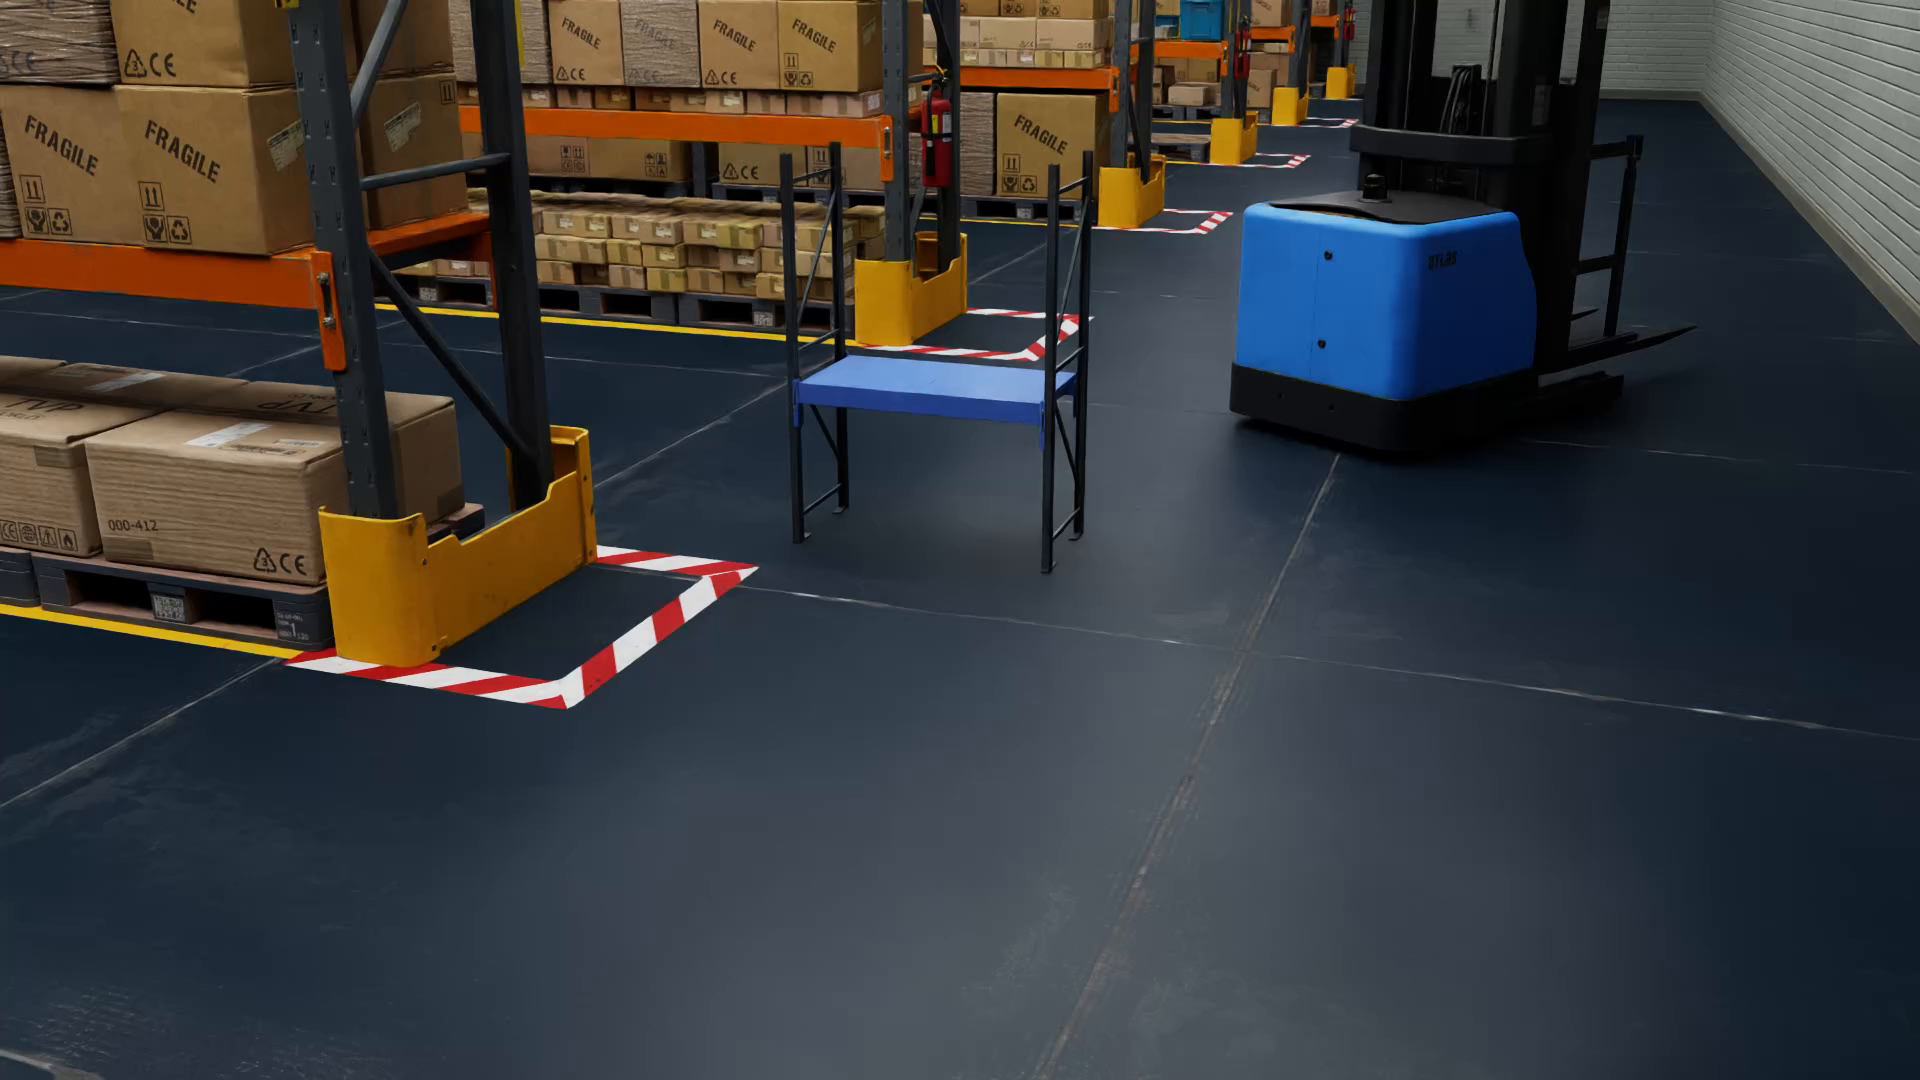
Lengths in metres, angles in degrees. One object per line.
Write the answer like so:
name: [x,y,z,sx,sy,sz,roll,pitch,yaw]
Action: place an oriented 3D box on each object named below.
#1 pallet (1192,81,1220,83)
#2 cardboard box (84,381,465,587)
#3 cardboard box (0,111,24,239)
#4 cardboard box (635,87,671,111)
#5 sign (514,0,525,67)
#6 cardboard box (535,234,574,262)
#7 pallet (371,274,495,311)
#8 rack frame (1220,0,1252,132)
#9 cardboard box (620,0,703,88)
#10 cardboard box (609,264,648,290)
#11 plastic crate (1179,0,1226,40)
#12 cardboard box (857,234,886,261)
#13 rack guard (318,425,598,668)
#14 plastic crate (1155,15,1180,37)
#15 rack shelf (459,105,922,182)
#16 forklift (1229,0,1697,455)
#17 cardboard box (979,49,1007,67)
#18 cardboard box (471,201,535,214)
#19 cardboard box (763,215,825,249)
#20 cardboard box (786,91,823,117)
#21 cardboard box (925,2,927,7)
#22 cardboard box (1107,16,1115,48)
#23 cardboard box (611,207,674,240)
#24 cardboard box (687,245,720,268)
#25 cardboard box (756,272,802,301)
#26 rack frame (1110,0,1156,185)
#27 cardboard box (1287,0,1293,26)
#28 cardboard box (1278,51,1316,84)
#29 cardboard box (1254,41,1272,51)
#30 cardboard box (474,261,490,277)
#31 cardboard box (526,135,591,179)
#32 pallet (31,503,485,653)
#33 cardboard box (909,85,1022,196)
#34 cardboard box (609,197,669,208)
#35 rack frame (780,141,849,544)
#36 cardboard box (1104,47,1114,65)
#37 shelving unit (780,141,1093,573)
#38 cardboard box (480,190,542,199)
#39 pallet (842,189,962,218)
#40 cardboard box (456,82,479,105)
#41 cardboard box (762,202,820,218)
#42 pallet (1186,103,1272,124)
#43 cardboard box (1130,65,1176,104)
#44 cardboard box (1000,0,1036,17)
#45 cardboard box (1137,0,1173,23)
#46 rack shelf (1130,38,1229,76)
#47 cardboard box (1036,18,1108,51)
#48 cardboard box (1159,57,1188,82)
pallet: [4.451,-7.778,28.569,1.213,0.211,1.003,7,20,18]
cardboard box: [-2.405,-0.227,5.926,0.875,0.438,0.875,6,20,16]
cardboard box: [-3.249,-1.327,5.674,0.500,0.500,0.500,7,20,20]
cardboard box: [-1.808,-2.744,10.273,0.250,0.149,0.380,6,20,16]
sign: [-1.561,-1.817,5.796,0.005,0.325,0.100,7,20,18]
cardboard box: [-2.526,-1.906,10.729,0.250,0.149,0.380,6,20,18]
pallet: [-3.352,-1.802,11.426,1.213,0.211,1.003,7,20,18]
rack frame: [3.129,-5.820,18.715,0.127,3.000,1.000,7,20,18]
cardboard box: [-1.695,-3.014,10.062,0.500,0.500,0.500,7,20,18]
cardboard box: [-2.033,-1.711,10.620,0.250,0.149,0.380,7,20,19]
plastic crate: [2.751,-5.843,18.637,0.499,0.435,0.616,7,20,18]
cardboard box: [-0.630,-1.878,10.647,0.250,0.149,0.380,7,21,20]
rack guard: [-1.726,-0.016,5.862,0.348,0.500,1.175,7,20,18]
plastic crate: [2.382,-5.969,19.307,0.300,0.233,0.416,7,20,18]
rack shelf: [-2.109,-2.625,10.643,4.000,0.370,1.077,7,20,18]
forklift: [2.784,-2.151,8.294,3.031,2.935,1.130,-15,24,-37]
cardboard box: [0.340,-4.180,14.392,0.250,0.149,0.380,7,20,19]
cardboard box: [-2.991,-2.131,10.922,0.250,0.149,0.380,6,20,17]
cardboard box: [-1.021,-1.905,10.274,0.250,0.149,0.380,7,20,19]
cardboard box: [-0.843,-2.616,9.905,0.250,0.149,0.380,6,20,18]
cardboard box: [-0.709,-8.209,24.779,0.500,0.500,0.700,1,19,4]
cardboard box: [1.139,-4.485,14.663,0.500,0.250,0.500,6,20,17]
cardboard box: [-2.016,-2.016,10.592,0.250,0.149,0.380,6,20,16]
cardboard box: [-1.523,-1.826,10.499,0.250,0.149,0.380,6,20,17]
cardboard box: [-1.061,-1.589,10.271,0.250,0.149,0.380,7,20,20]
rack frame: [1.504,-4.280,14.297,0.127,3.000,1.000,7,20,18]
cardboard box: [4.426,-7.537,23.489,0.500,0.500,0.500,7,20,19]
cardboard box: [5.686,-7.963,28.022,0.500,0.500,0.700,7,20,18]
cardboard box: [5.155,-8.399,28.289,0.250,0.149,0.380,7,20,19]
cardboard box: [-3.000,-1.842,10.998,0.250,0.149,0.380,6,20,17]
cardboard box: [-3.730,-4.066,16.274,0.875,0.875,1.225,6,20,16]
pallet: [-2.529,0.056,6.095,1.213,0.211,1.003,7,20,18]
cardboard box: [0.013,-3.617,14.987,0.875,0.875,0.875,7,20,18]
cardboard box: [-2.121,-2.177,11.055,0.250,0.149,0.380,7,20,18]
rack frame: [-0.561,-0.772,6.513,0.032,1.500,0.500,7,20,18]
cardboard box: [1.277,-4.302,14.743,0.250,0.149,0.380,7,20,19]
shelving unit: [-0.081,-0.717,6.356,1.048,1.500,0.538,7,20,18]
cardboard box: [-3.085,-2.316,11.454,0.250,0.149,0.380,6,20,18]
pallet: [-0.426,-3.158,15.314,1.213,0.211,1.003,7,20,18]
cardboard box: [-3.046,-2.881,10.667,0.250,0.149,0.380,6,20,16]
cardboard box: [-1.099,-2.103,10.843,0.250,0.149,0.380,6,20,18]
pallet: [3.933,-6.137,23.861,1.213,0.211,1.003,7,20,18]
cardboard box: [2.756,-6.619,24.133,0.637,0.503,0.797,7,20,18]
cardboard box: [0.667,-4.893,14.694,0.500,0.500,0.500,6,20,17]
cardboard box: [2.809,-7.536,23.485,0.500,0.500,0.500,6,20,17]
rack shelf: [1.240,-5.696,19.454,4.000,0.370,1.077,7,20,18]
cardboard box: [0.959,-4.319,14.187,0.500,0.250,0.500,6,20,17]
cardboard box: [3.748,-8.182,28.652,0.500,0.500,0.700,6,20,18]
